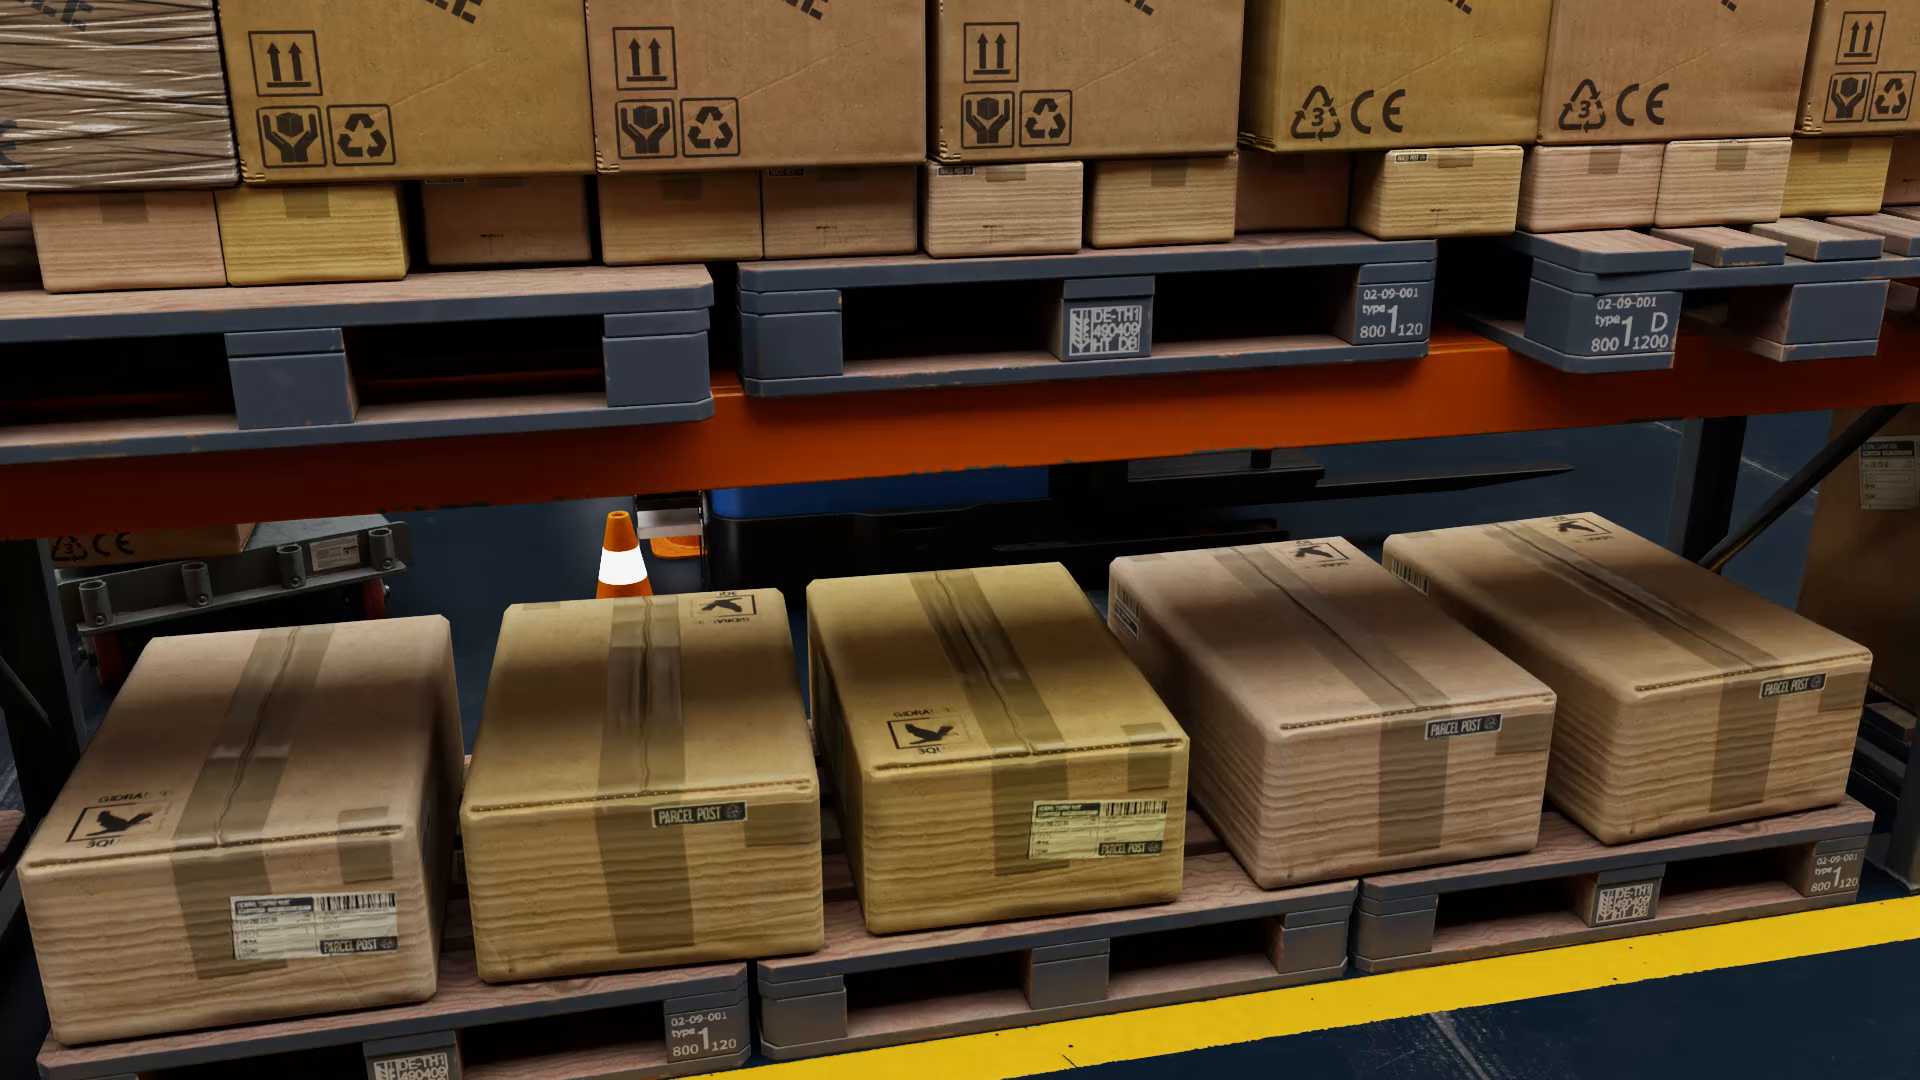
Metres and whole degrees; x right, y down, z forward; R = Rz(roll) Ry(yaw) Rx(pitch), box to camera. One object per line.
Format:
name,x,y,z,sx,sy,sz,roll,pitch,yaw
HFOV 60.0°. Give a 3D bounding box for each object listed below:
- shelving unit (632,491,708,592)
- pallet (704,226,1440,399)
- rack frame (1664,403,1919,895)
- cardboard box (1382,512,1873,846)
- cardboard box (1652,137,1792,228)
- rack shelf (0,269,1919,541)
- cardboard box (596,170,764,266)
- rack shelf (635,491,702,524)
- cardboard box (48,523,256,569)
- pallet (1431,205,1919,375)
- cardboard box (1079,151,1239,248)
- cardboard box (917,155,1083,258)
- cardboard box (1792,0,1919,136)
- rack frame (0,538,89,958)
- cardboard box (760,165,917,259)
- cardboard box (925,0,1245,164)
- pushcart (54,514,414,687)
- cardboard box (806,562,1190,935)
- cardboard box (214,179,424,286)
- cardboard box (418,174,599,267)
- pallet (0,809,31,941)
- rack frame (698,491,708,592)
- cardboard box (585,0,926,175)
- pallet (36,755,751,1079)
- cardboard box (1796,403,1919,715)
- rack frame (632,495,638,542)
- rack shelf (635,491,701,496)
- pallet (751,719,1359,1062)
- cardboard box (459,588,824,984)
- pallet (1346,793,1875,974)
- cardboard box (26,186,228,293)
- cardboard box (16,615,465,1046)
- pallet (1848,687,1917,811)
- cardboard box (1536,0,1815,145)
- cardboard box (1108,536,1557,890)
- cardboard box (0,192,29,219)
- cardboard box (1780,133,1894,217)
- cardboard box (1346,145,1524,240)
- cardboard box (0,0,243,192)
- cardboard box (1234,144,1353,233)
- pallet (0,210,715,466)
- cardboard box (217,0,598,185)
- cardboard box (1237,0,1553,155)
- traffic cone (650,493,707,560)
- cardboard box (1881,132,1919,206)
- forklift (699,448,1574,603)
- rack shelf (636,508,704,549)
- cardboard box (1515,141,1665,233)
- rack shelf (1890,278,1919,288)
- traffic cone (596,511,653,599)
shelving unit,-0.922,-0.250,5.188,0.210,0.900,0.258,-4,21,-12
pallet,0.129,-0.536,3.194,1.213,0.211,1.003,-5,21,-12
rack frame,2.046,-0.796,3.627,0.127,3.000,1.000,-5,21,-12
cardboard box,1.494,0.282,3.893,0.625,0.372,0.950,-6,21,-16
cardboard box,1.302,-0.690,3.092,0.250,0.149,0.380,-5,21,-13
rack shelf,0.100,-0.300,3.318,4.000,0.370,1.077,-5,21,-12
cardboard box,-0.473,-0.568,2.758,0.250,0.149,0.380,-4,21,-12
rack shelf,-0.922,-0.134,5.231,0.200,0.077,0.258,-4,21,-12
cardboard box,-2.285,-0.255,4.682,0.500,0.500,0.500,-5,21,-12
pallet,1.377,-0.614,3.408,1.003,0.211,1.213,-5,21,-12
cardboard box,0.292,-0.621,2.905,0.250,0.149,0.380,-5,21,-14
cardboard box,0.039,-0.590,2.820,0.250,0.149,0.380,-4,20,-10
cardboard box,1.668,-1.051,3.134,0.500,0.500,0.500,-5,21,-14
rack frame,-1.847,-0.479,2.762,0.127,3.000,1.000,-5,21,-12
cardboard box,-0.232,-0.587,2.810,0.250,0.149,0.380,-4,21,-12
cardboard box,0.145,-0.923,2.785,0.500,0.500,0.500,-6,21,-15
pushcart,-2.420,-0.007,5.286,0.936,0.377,1.648,-13,24,-31
cardboard box,0.038,0.401,3.568,0.625,0.372,0.950,-4,20,-11
cardboard box,-0.991,-0.513,2.610,0.250,0.149,0.380,-4,21,-11
cardboard box,-0.733,-0.561,2.741,0.250,0.149,0.380,-3,20,-9
pallet,-2.492,0.895,3.065,1.213,0.211,1.003,-5,21,-12
rack frame,-0.823,-0.257,5.209,0.006,0.900,0.240,-4,21,-12
cardboard box,-0.353,-0.879,2.664,0.500,0.500,0.500,-5,21,-13
pallet,-1.089,0.768,3.412,1.213,0.211,1.003,-5,21,-12
cardboard box,2.737,-0.022,3.993,0.875,0.875,0.875,-5,21,-13
rack frame,-1.021,-0.242,5.168,0.006,0.900,0.240,-4,21,-12
rack shelf,-0.922,-0.218,5.200,0.200,0.077,0.258,-4,21,-12
pallet,0.100,0.670,3.678,1.213,0.211,1.003,-5,21,-12
cardboard box,-0.638,0.457,3.416,0.625,0.372,0.950,-3,20,-9
pallet,1.285,0.575,3.939,1.213,0.211,1.003,-5,21,-12
cardboard box,-1.236,-0.497,2.564,0.250,0.149,0.380,-4,21,-12
cardboard box,-1.337,0.515,3.258,0.625,0.372,0.950,-4,21,-12
pallet,2.831,0.476,4.208,1.213,0.211,1.003,-5,21,-12
cardboard box,1.167,-1.006,3.012,0.500,0.500,0.500,-5,21,-13
cardboard box,0.778,0.343,3.727,0.625,0.372,0.950,-5,21,-14
cardboard box,-3.712,-1.301,7.485,0.875,0.875,0.875,-4,21,-12
cardboard box,1.537,-0.725,3.188,0.250,0.149,0.380,-4,21,-12
cardboard box,0.791,-0.646,2.973,0.250,0.149,0.380,-4,21,-12
cardboard box,-1.324,-0.804,2.461,0.500,0.500,0.500,-4,21,-11
cardboard box,0.517,-0.669,3.034,0.250,0.149,0.380,-4,21,-12
pallet,-1.069,-0.401,2.828,1.213,0.211,1.003,-5,21,-12
cardboard box,-0.837,-0.844,2.570,0.500,0.500,0.500,-5,21,-12
cardboard box,0.676,-0.966,2.902,0.500,0.500,0.500,-6,21,-16
traffic cone,-0.910,-0.213,5.722,0.334,0.463,0.336,-5,21,-12
cardboard box,1.781,-0.770,3.312,0.250,0.149,0.380,-4,20,-10
forklift,0.616,-1.422,5.435,3.031,2.935,1.130,-4,21,-11
rack shelf,-0.922,-0.049,5.262,0.200,0.077,0.258,-4,21,-12
cardboard box,1.055,-0.673,3.045,0.250,0.149,0.380,-6,21,-15
rack shelf,3.992,-0.616,4.182,4.000,0.370,1.077,-5,21,-12
traffic cone,-0.962,0.145,4.746,0.334,0.463,0.336,-5,21,-12
